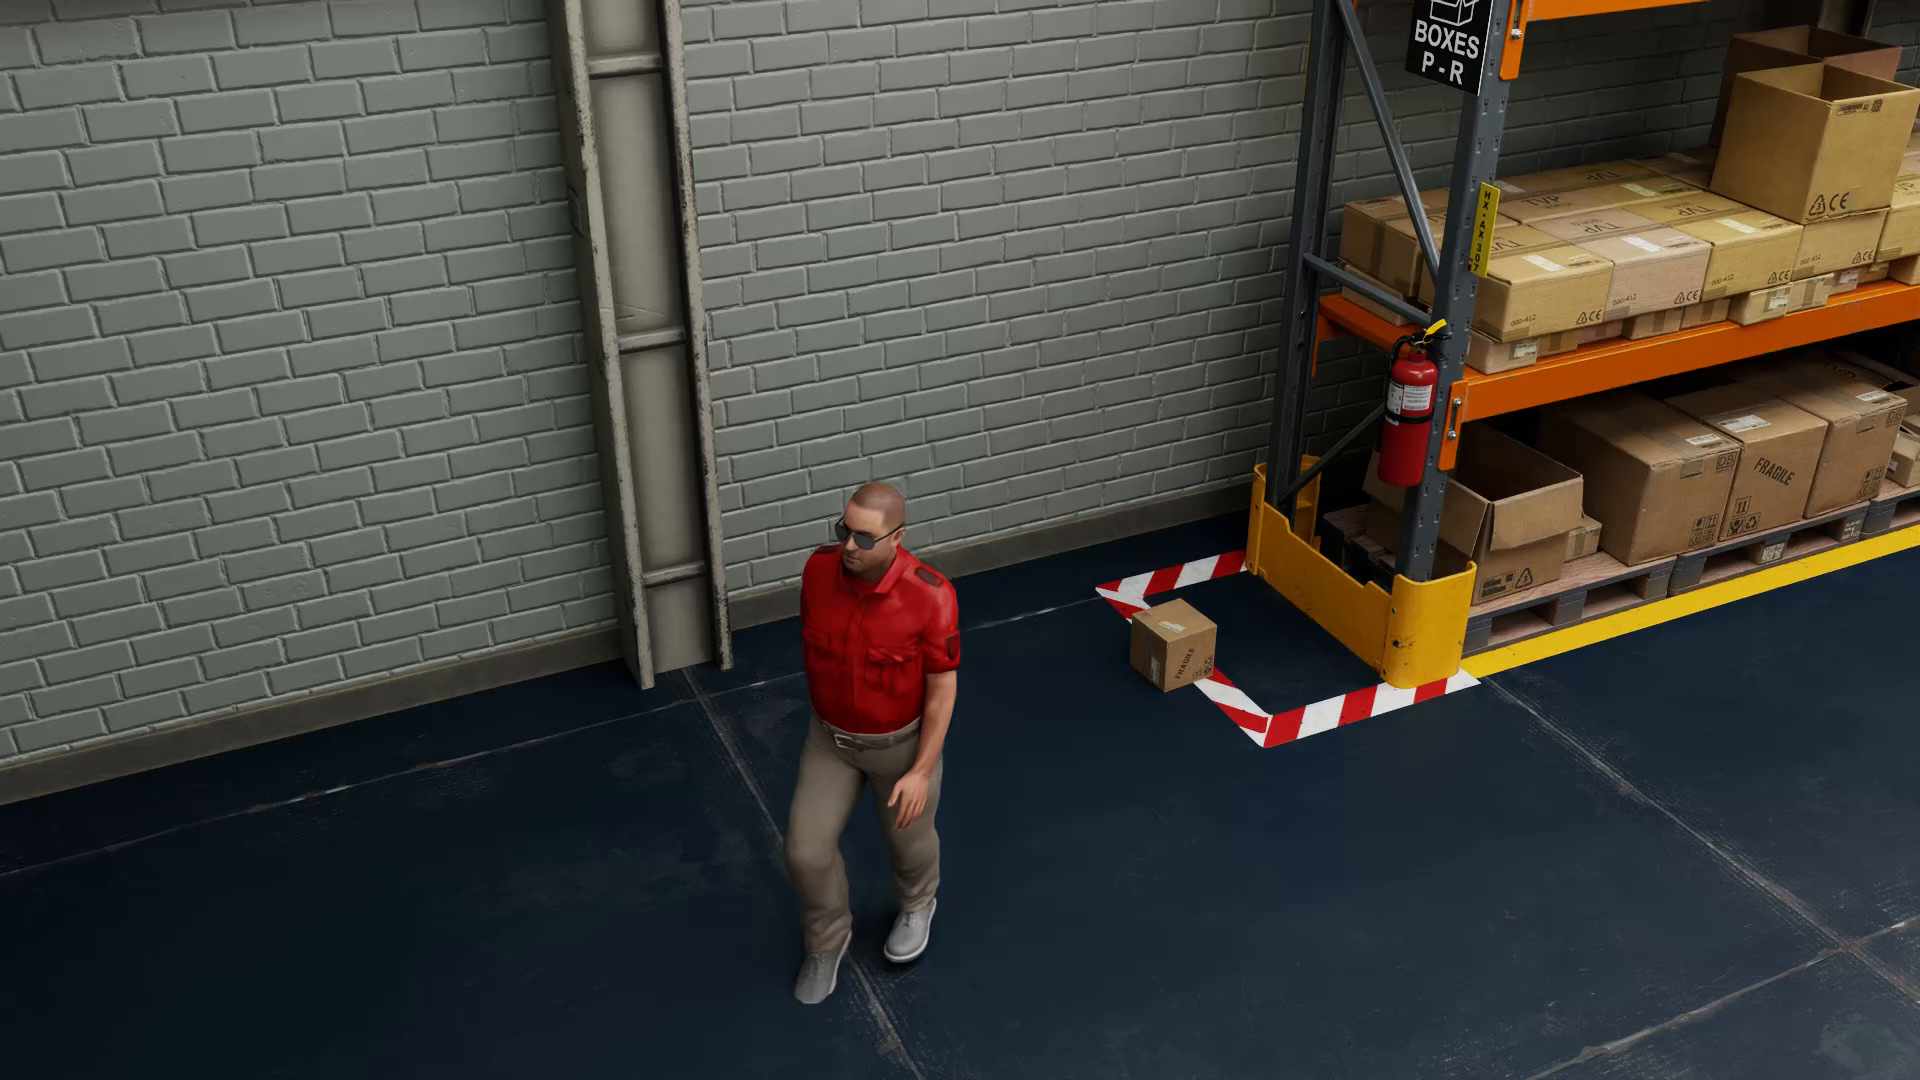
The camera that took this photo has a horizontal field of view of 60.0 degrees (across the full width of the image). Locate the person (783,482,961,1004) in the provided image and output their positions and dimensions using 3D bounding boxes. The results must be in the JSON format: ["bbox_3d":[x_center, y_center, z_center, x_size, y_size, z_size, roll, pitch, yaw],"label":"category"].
[{"bbox_3d":[-0.259,0.645,5.036,0.545,1.802,0.560,11,31,19],"label":"person"}]
